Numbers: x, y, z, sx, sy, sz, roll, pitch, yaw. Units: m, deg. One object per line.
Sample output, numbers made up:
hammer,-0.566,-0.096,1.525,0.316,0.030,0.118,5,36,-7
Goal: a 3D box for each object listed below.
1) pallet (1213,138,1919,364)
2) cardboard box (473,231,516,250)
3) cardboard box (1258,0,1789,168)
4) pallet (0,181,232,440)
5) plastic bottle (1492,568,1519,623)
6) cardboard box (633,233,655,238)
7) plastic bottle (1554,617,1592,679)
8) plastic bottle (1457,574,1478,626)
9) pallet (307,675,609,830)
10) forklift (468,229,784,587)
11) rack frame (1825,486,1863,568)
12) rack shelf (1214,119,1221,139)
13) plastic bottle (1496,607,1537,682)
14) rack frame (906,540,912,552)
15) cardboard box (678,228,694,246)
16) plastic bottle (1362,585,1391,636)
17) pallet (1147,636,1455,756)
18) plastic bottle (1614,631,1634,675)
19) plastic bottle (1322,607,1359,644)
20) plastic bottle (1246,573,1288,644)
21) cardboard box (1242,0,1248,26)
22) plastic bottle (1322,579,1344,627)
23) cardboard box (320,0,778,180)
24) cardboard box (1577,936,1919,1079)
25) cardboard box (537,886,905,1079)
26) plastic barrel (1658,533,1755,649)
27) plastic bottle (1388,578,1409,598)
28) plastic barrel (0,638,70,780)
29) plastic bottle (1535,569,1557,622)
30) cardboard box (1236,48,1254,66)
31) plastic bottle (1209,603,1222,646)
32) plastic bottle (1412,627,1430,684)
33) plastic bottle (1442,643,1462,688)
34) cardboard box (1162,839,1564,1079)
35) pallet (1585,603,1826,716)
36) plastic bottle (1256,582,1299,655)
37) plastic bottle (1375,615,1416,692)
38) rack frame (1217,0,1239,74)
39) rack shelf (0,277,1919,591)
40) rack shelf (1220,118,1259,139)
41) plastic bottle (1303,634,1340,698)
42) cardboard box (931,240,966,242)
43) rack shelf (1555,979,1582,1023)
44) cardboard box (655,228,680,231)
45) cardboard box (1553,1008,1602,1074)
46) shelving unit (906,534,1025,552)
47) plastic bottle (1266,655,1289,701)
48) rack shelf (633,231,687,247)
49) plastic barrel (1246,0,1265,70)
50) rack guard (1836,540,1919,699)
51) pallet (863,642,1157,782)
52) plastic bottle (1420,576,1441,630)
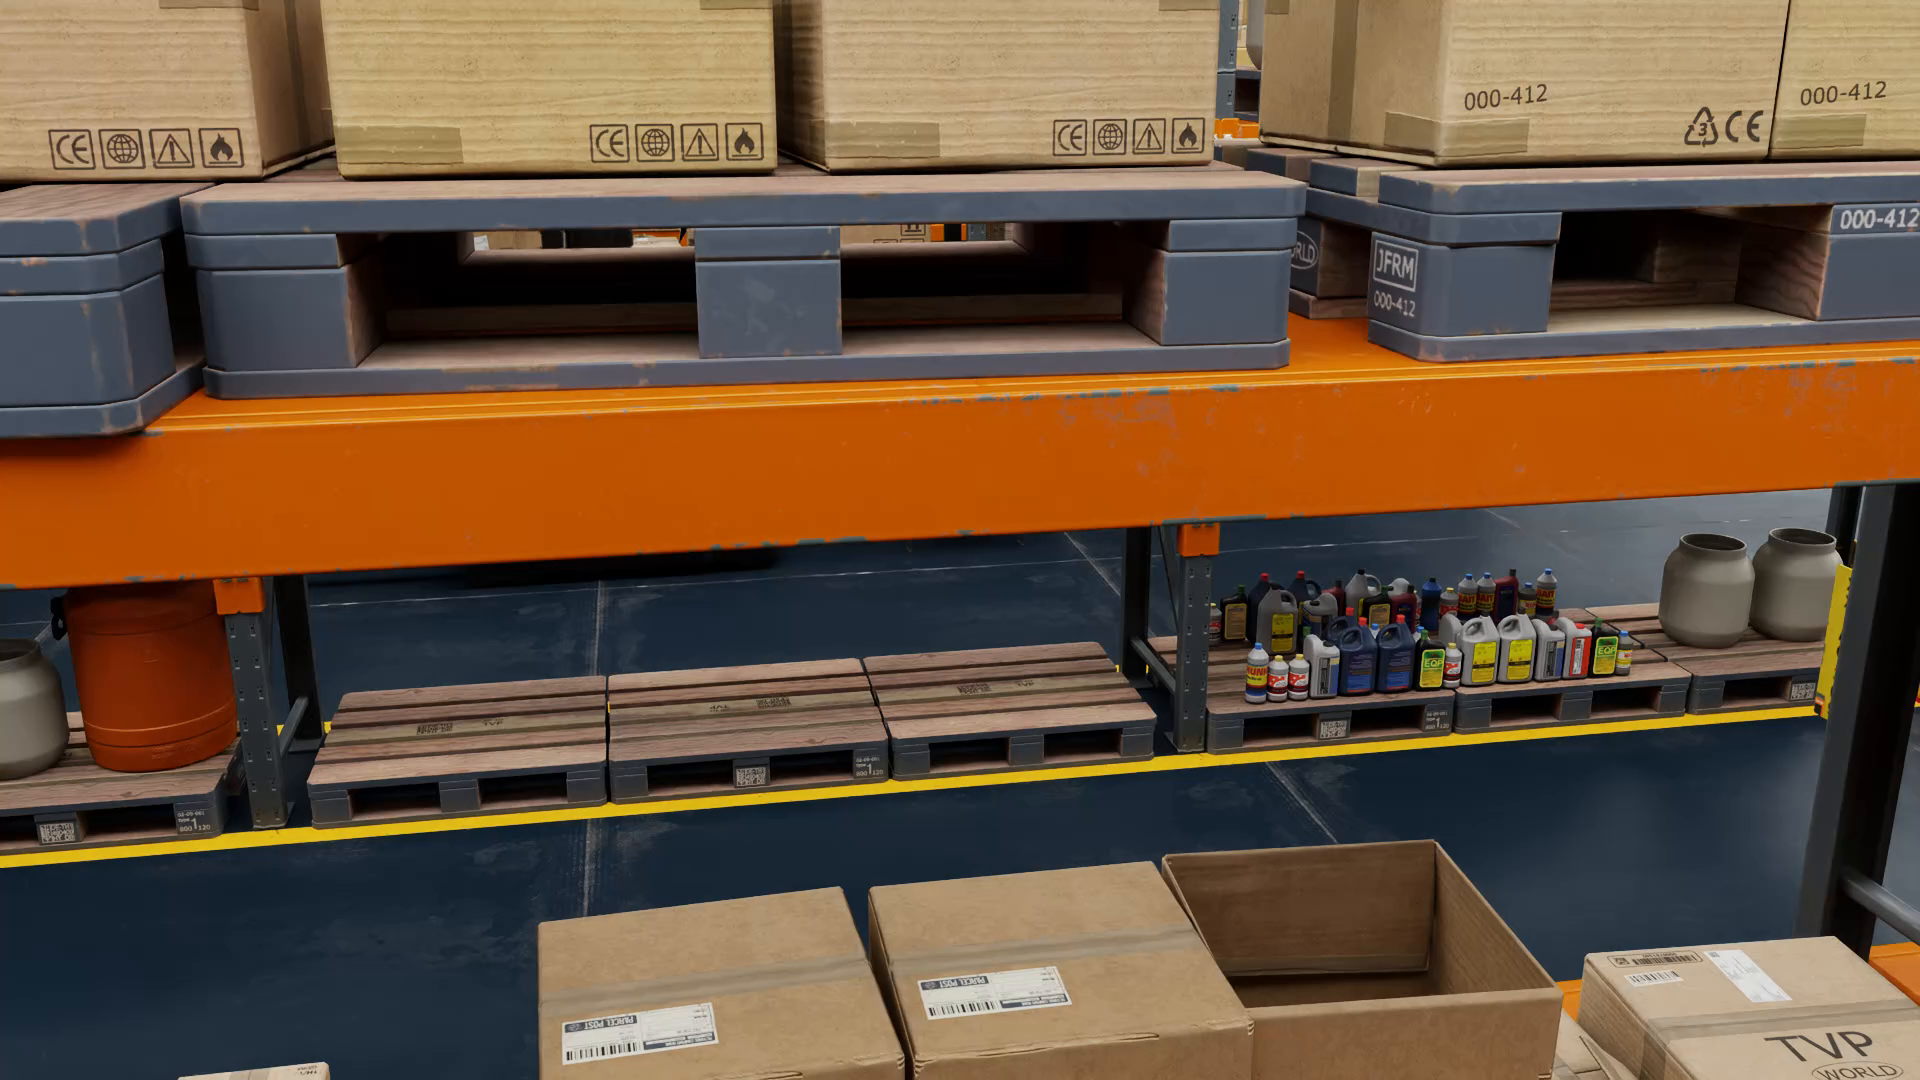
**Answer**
pallet,1.040,-0.460,2.417,1.217,0.209,0.805,-4,18,-13
cardboard box,-3.377,-2.094,11.634,0.500,0.500,0.500,-5,18,-17
cardboard box,0.758,-0.670,2.316,0.500,0.250,0.500,-5,18,-16
pallet,-1.375,-0.355,2.070,1.003,0.211,1.213,-2,17,-8
plastic bottle,2.830,0.285,8.651,0.133,0.283,0.061,-3,17,-10
cardboard box,-2.314,-2.111,12.088,0.258,0.266,0.396,-4,17,-12
plastic bottle,2.922,0.505,7.947,0.135,0.276,0.152,-3,17,-10
plastic bottle,2.621,0.309,8.596,0.097,0.271,0.097,0,17,0
pallet,-2.192,0.925,7.439,1.213,0.211,1.003,-3,17,-10
forklift,-2.662,-1.290,10.019,3.031,2.935,1.130,-3,17,-11
rack frame,4.895,-0.821,8.377,0.127,3.000,1.000,-3,17,-10
rack shelf,-0.996,-1.577,6.954,4.000,0.370,1.077,-3,17,-10
plastic bottle,2.624,0.488,7.877,0.185,0.351,0.144,-3,17,-8
rack frame,-0.353,-0.697,10.526,0.023,1.500,0.400,-3,17,-10
cardboard box,-1.657,-2.153,11.822,0.637,0.503,0.797,-1,17,-5
plastic bottle,2.095,0.370,8.375,0.133,0.283,0.061,-3,17,-10
pallet,1.635,0.709,8.143,1.213,0.211,1.003,-3,17,-10
plastic bottle,3.175,0.535,7.978,0.097,0.201,0.097,0,17,0
plastic bottle,1.811,0.491,7.868,0.185,0.351,0.144,-3,17,-10
plastic bottle,1.545,0.339,8.363,0.185,0.351,0.144,-4,17,-12
cardboard box,2.446,-4.107,12.437,0.500,0.500,0.500,-3,17,-11
plastic bottle,1.886,0.339,8.476,0.133,0.283,0.061,-2,17,-7
cardboard box,-0.514,-0.615,2.136,0.500,0.250,0.500,-4,17,-12
cardboard box,1.428,0.941,2.893,0.500,0.250,0.500,-2,17,-7
cardboard box,-0.380,0.907,2.581,0.500,0.500,0.500,-4,18,-13
plastic barrel,3.771,0.254,8.398,0.421,0.512,0.421,0,17,0
plastic bottle,2.211,0.338,8.493,0.135,0.276,0.152,-3,17,-9
plastic barrel,-3.975,0.702,6.938,0.421,0.512,0.421,0,17,0
plastic bottle,3.055,0.284,8.676,0.097,0.271,0.097,0,17,0
cardboard box,2.043,-3.427,12.007,0.500,0.250,0.500,-4,17,-11
plastic bottle,1.264,0.419,8.356,0.097,0.201,0.097,0,17,0
plastic bottle,2.161,0.541,7.840,0.097,0.271,0.097,0,17,0
plastic bottle,2.306,0.584,7.818,0.097,0.201,0.097,0,17,0
cardboard box,0.629,0.849,2.767,0.500,0.500,0.500,-2,17,-6
pallet,4.030,0.573,8.586,1.213,0.211,1.003,-3,17,-10
plastic bottle,1.572,0.380,8.227,0.185,0.351,0.144,-3,17,-10
plastic bottle,2.024,0.522,7.767,0.185,0.351,0.144,-4,18,-13
rack frame,0.967,-3.466,6.770,0.127,3.000,1.000,-3,17,-10
rack shelf,-0.060,-0.149,2.304,4.000,0.370,1.077,-3,17,-10
rack shelf,2.931,-1.800,7.679,4.000,0.370,1.077,-3,17,-10
plastic bottle,1.676,0.576,7.717,0.135,0.276,0.152,-3,17,-8
cardboard box,-0.183,-2.662,17.272,0.875,0.875,0.875,-3,17,-10
rack shelf,-0.060,1.285,2.744,4.000,0.370,1.077,-3,17,-10
cardboard box,-2.766,-3.318,16.336,0.500,0.500,0.500,-3,17,-11
cardboard box,0.995,0.940,3.069,0.250,0.149,0.380,-3,17,-10
shelving unit,0.007,-0.717,10.593,0.755,1.500,0.431,-3,17,-10
plastic bottle,1.463,0.632,7.662,0.097,0.201,0.097,0,17,0
rack shelf,-2.778,-3.006,16.716,4.000,0.370,1.077,-3,17,-10
plastic barrel,1.427,-2.254,7.026,0.421,0.512,0.421,0,17,0
rack guard,4.829,0.392,8.686,0.348,0.500,1.175,-3,17,-10
pallet,0.204,0.790,7.882,1.213,0.211,1.003,-3,17,-10
plastic bottle,2.422,0.320,8.559,0.097,0.271,0.097,0,17,0
